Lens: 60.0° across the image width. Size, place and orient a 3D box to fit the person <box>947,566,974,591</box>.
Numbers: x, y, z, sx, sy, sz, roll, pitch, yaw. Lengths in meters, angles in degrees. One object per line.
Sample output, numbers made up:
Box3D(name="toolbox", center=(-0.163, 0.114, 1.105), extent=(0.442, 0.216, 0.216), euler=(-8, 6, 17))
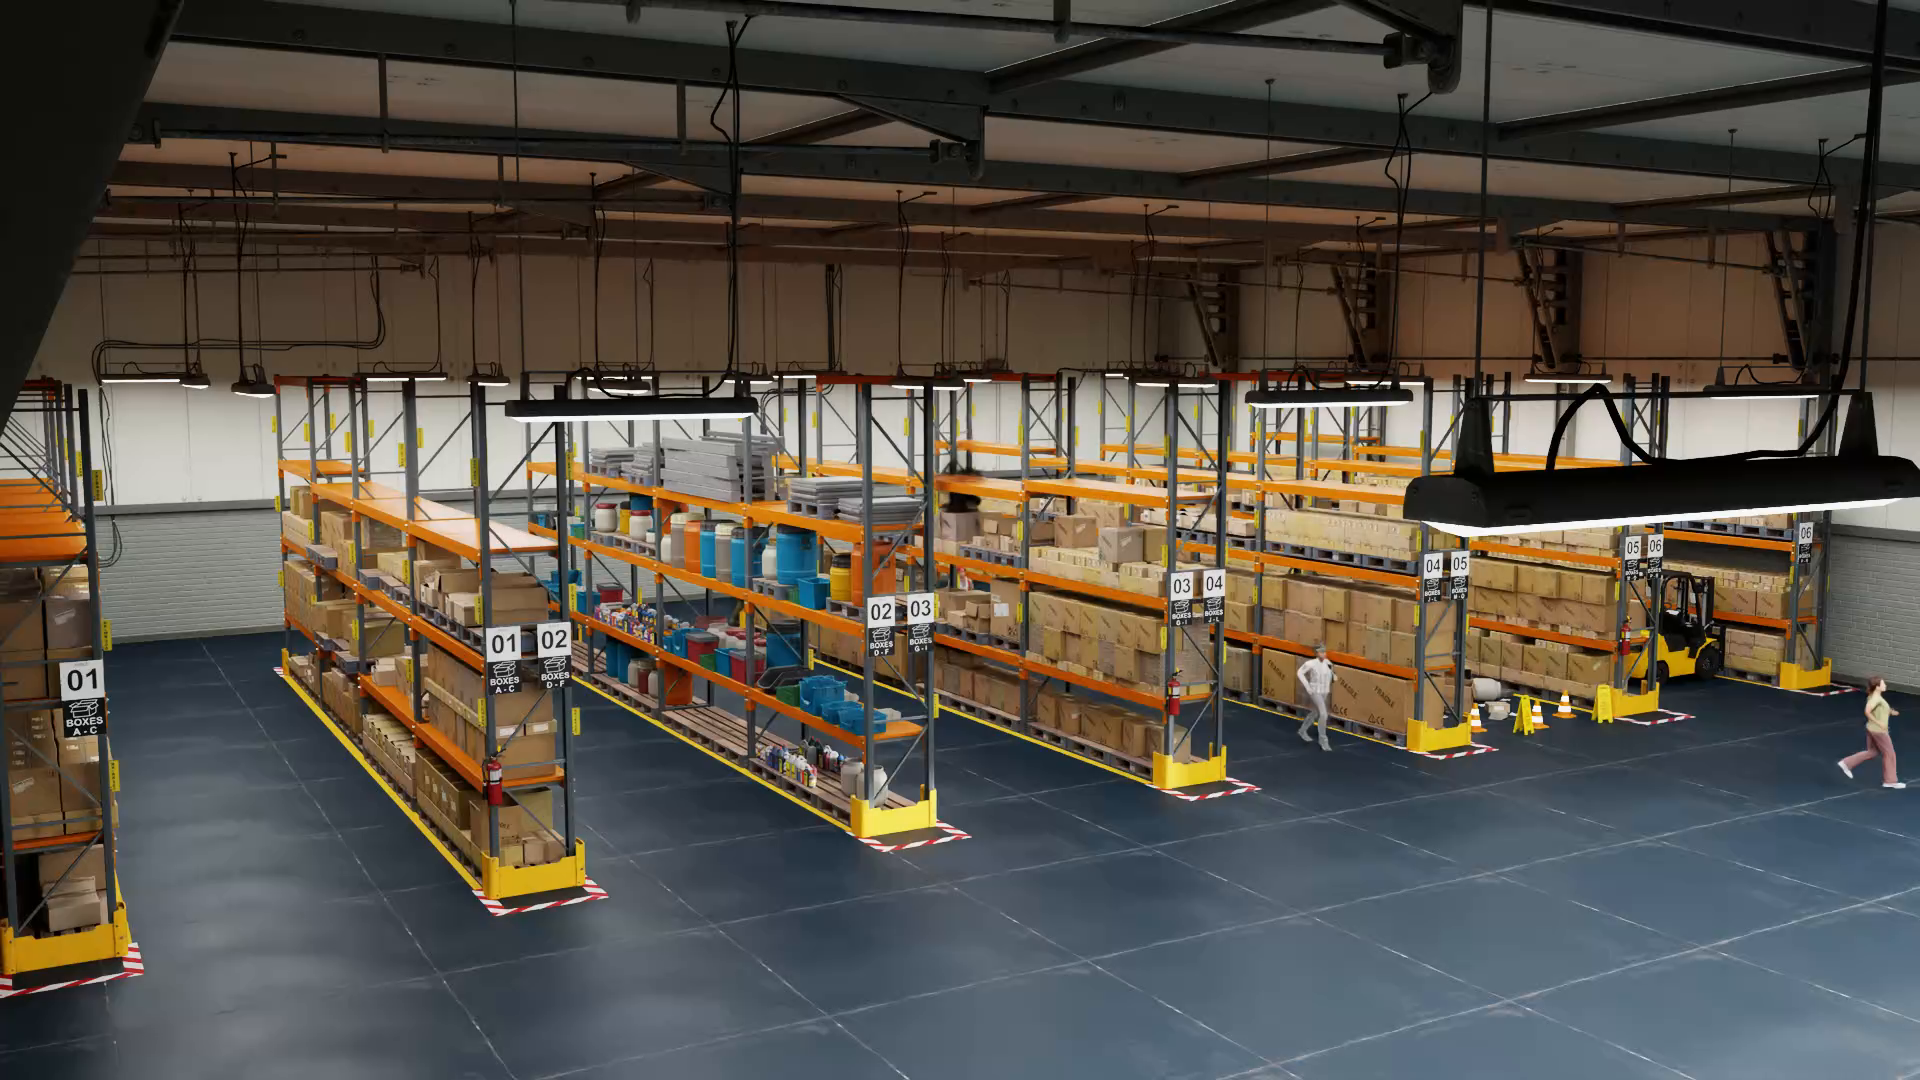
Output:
Box3D(name="person", center=(0.007, 1.420, 37.026), extent=(0.686, 1.748, 0.628), euler=(-3, 7, -26))

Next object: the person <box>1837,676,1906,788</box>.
Box3D(name="person", center=(13.491, 2.821, 24.526), extent=(0.911, 1.645, 0.587), euler=(2, 7, 17))

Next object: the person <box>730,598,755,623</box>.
Box3D(name="person", center=(-5.107, 1.140, 39.556), extent=(0.771, 1.772, 0.715), euler=(-3, 7, -27))

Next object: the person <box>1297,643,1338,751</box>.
Box3D(name="person", center=(5.853, 2.531, 27.157), extent=(0.584, 1.754, 0.760), euler=(-4, 8, -35))
